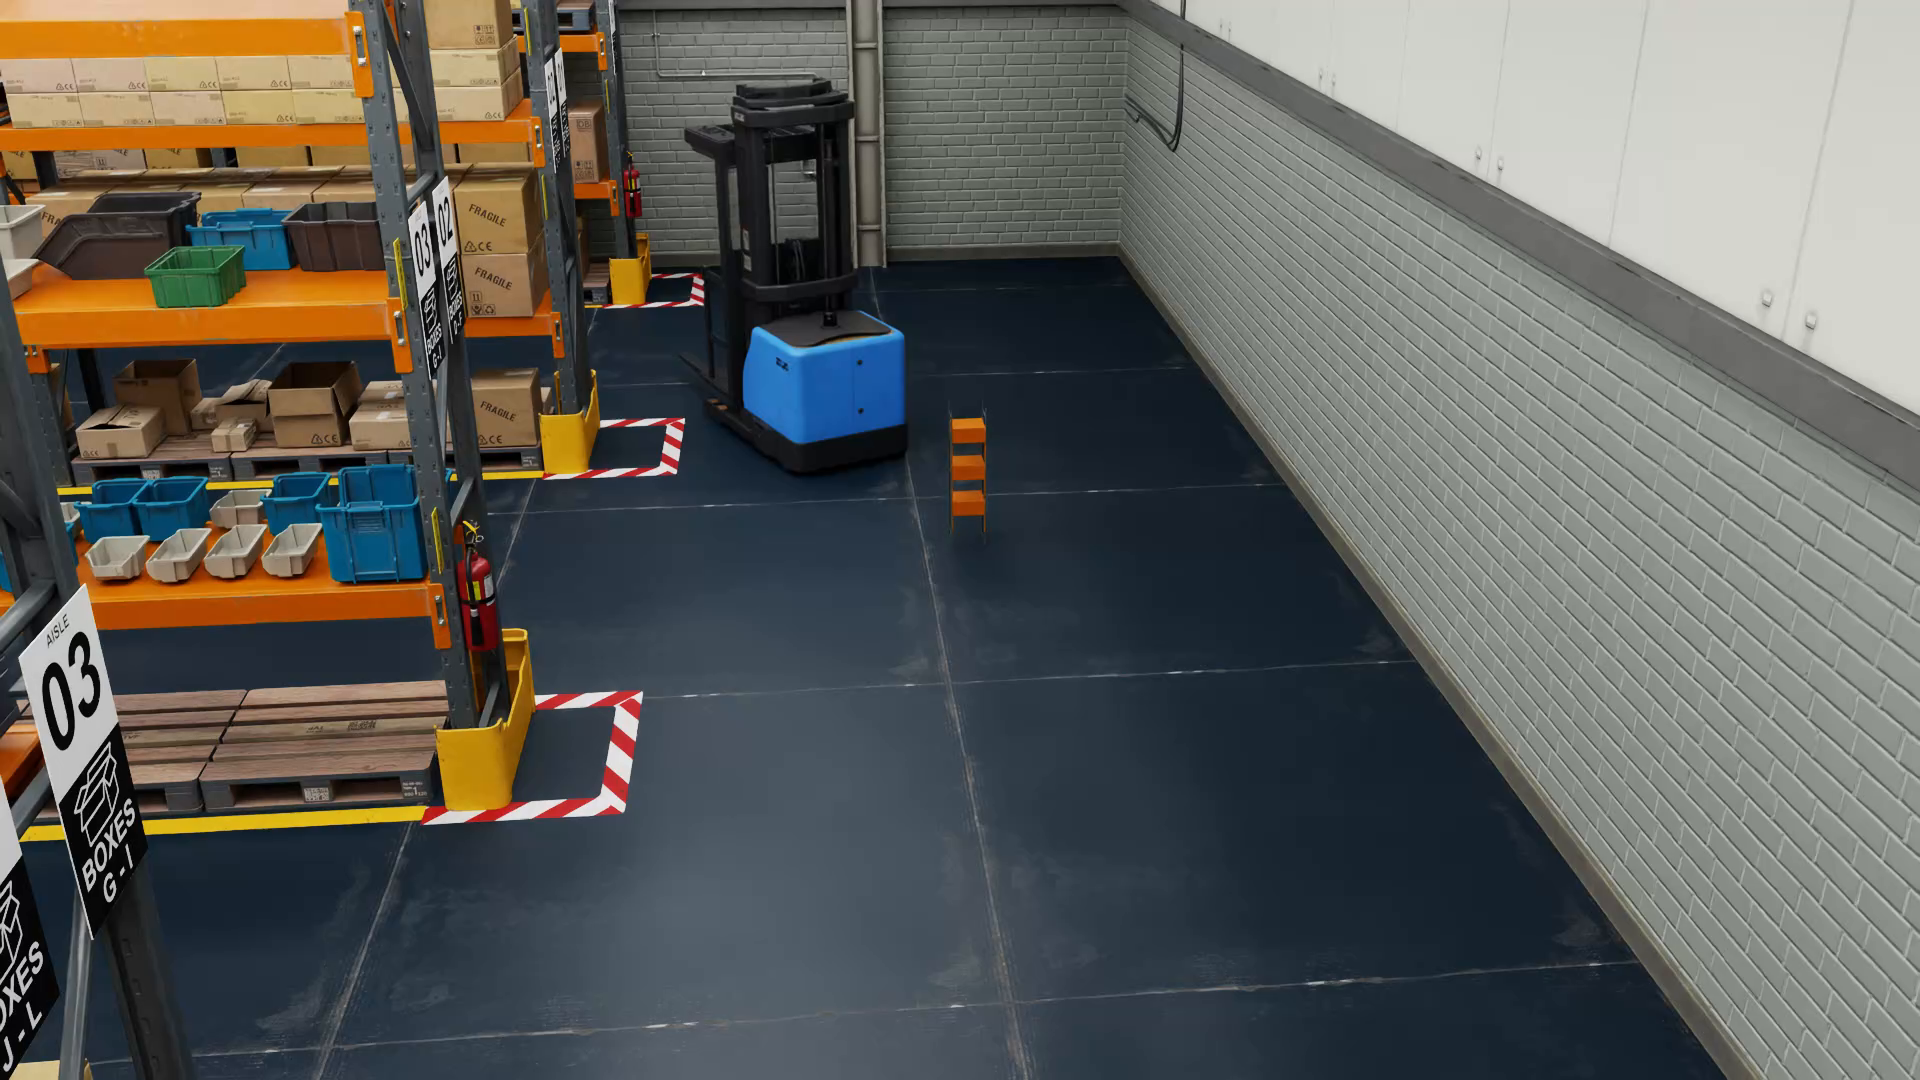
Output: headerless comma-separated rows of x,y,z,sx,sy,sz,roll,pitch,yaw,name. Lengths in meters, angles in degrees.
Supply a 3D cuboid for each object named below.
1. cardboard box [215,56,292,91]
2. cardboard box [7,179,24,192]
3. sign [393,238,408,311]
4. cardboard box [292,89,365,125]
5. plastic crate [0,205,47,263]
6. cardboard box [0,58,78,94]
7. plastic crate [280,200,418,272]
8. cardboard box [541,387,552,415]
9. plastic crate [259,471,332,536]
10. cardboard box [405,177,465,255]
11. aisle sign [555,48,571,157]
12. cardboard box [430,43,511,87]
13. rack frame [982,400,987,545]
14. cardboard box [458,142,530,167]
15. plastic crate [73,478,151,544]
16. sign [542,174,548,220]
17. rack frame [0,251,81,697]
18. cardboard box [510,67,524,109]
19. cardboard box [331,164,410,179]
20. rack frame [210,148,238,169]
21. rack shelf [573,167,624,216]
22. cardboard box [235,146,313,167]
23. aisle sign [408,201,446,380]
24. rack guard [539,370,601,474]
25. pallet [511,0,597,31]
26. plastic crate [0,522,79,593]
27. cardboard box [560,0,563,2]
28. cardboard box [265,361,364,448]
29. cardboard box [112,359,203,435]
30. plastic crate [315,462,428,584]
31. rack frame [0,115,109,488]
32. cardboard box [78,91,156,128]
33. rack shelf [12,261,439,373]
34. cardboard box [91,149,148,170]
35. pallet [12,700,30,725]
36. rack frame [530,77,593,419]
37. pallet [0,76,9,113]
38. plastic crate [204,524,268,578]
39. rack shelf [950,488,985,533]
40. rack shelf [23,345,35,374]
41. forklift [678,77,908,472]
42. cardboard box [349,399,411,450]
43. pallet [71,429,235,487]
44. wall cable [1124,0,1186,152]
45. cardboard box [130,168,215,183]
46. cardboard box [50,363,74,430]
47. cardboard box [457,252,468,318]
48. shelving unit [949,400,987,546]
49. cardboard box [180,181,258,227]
-5.151,-3.490,12.286,0.500,0.250,0.500,-2,24,-5,cardboard box
-9.749,-3.707,17.181,0.250,0.149,0.380,-2,24,-5,cardboard box
-2.619,-1.243,7.790,0.005,0.325,0.100,-2,24,-5,sign
-4.653,-3.279,12.425,0.500,0.250,0.500,-2,24,-5,cardboard box
-4.926,-1.495,8.373,0.530,0.282,0.437,-2,24,-5,plastic crate
-6.645,-3.434,12.160,0.500,0.250,0.500,-2,24,-5,cardboard box
-3.100,-1.550,8.513,0.590,0.269,0.497,-2,24,-5,plastic crate
-3.623,-1.165,14.146,0.250,0.149,0.380,-2,24,-5,cardboard box
-3.623,-0.190,9.117,0.300,0.233,0.416,-2,24,-5,plastic crate
-4.091,-2.498,12.822,0.500,0.500,0.500,-2,24,-4,cardboard box
-3.134,-3.454,13.127,0.004,0.787,0.394,-2,24,-5,aisle sign
-3.659,-3.551,12.423,0.500,0.250,0.500,-2,24,-5,cardboard box
0.175,-0.487,12.053,0.008,1.050,0.200,-2,24,-5,rack frame
-4.893,-4.226,17.695,0.700,0.700,0.980,-2,24,-6,cardboard box
-4.577,-0.152,9.030,0.300,0.233,0.416,-2,24,-5,plastic crate
-3.138,-2.593,12.576,0.005,0.325,0.100,-2,24,-5,sign
-2.203,-0.882,3.154,0.127,3.000,1.000,-2,24,-5,rack frame
-3.709,-3.529,12.988,0.500,0.250,0.500,-2,24,-5,cardboard box
-4.658,-2.694,13.264,0.500,0.500,0.500,-2,24,-4,cardboard box
-7.644,-3.987,17.527,0.127,3.000,1.000,-2,24,-5,rack frame
-5.654,-3.738,17.852,4.000,0.370,1.077,-2,24,-5,rack shelf
-7.103,-4.139,17.500,0.700,0.700,0.980,-2,24,-4,cardboard box
-2.589,-1.214,8.089,0.004,0.787,0.394,-2,24,-5,aisle sign
-3.248,-0.999,13.882,0.348,0.500,1.175,-2,24,-5,rack guard
-4.401,-5.443,17.218,1.213,0.211,1.003,-2,24,-5,pallet
-4.708,0.093,8.481,0.300,0.233,0.416,-2,24,-5,plastic crate
-4.414,-5.756,17.359,0.500,0.250,0.500,-1,24,-2,cardboard box
-5.284,-1.122,13.613,0.637,0.503,0.797,-2,24,-5,cardboard box
-6.614,-1.181,13.750,0.500,0.500,0.500,-2,24,-5,cardboard box
-3.005,-0.097,8.657,0.499,0.435,0.616,-2,24,-5,plastic crate
-7.153,-1.985,13.022,0.127,3.000,1.000,-2,24,-5,rack frame
-6.147,-3.225,12.303,0.500,0.250,0.500,-2,24,-5,cardboard box
-4.680,-1.104,8.234,4.000,0.370,1.077,-2,24,-5,rack shelf
-8.585,-4.033,17.116,0.500,0.500,0.500,-2,24,-5,cardboard box
-5.942,1.247,9.185,1.213,0.211,1.003,-2,24,-5,pallet
-3.173,-2.144,13.381,0.127,3.000,1.000,-2,24,-5,rack frame
-7.809,-3.272,12.456,1.003,0.211,1.213,-2,24,-5,pallet
-3.773,0.062,8.667,0.243,0.136,0.396,-2,24,-5,plastic crate
0.053,-0.218,12.159,0.240,0.259,0.215,-2,24,-5,rack shelf
-9.144,-1.576,12.989,4.000,0.370,1.077,-2,24,-5,rack shelf
-1.608,-2.438,14.127,1.130,2.935,3.031,-13,27,-28,forklift
-4.638,-0.942,13.520,0.500,0.250,0.500,-2,24,-5,cardboard box
-6.470,-0.737,13.649,1.213,0.211,1.003,-2,24,-5,pallet
2.000,-5.550,17.481,0.112,2.526,3.097,-2,24,-5,wall cable
-6.166,-2.634,13.128,0.500,0.500,0.500,-3,24,-6,cardboard box
-7.659,-1.123,13.619,0.500,0.500,0.500,-3,24,-8,cardboard box
-4.108,-2.040,13.024,0.500,0.500,0.500,-2,24,-5,cardboard box
0.053,-0.482,12.042,0.252,1.050,0.215,-2,24,-5,shelving unit
-5.632,-2.433,12.678,0.500,0.500,0.500,-3,24,-7,cardboard box
